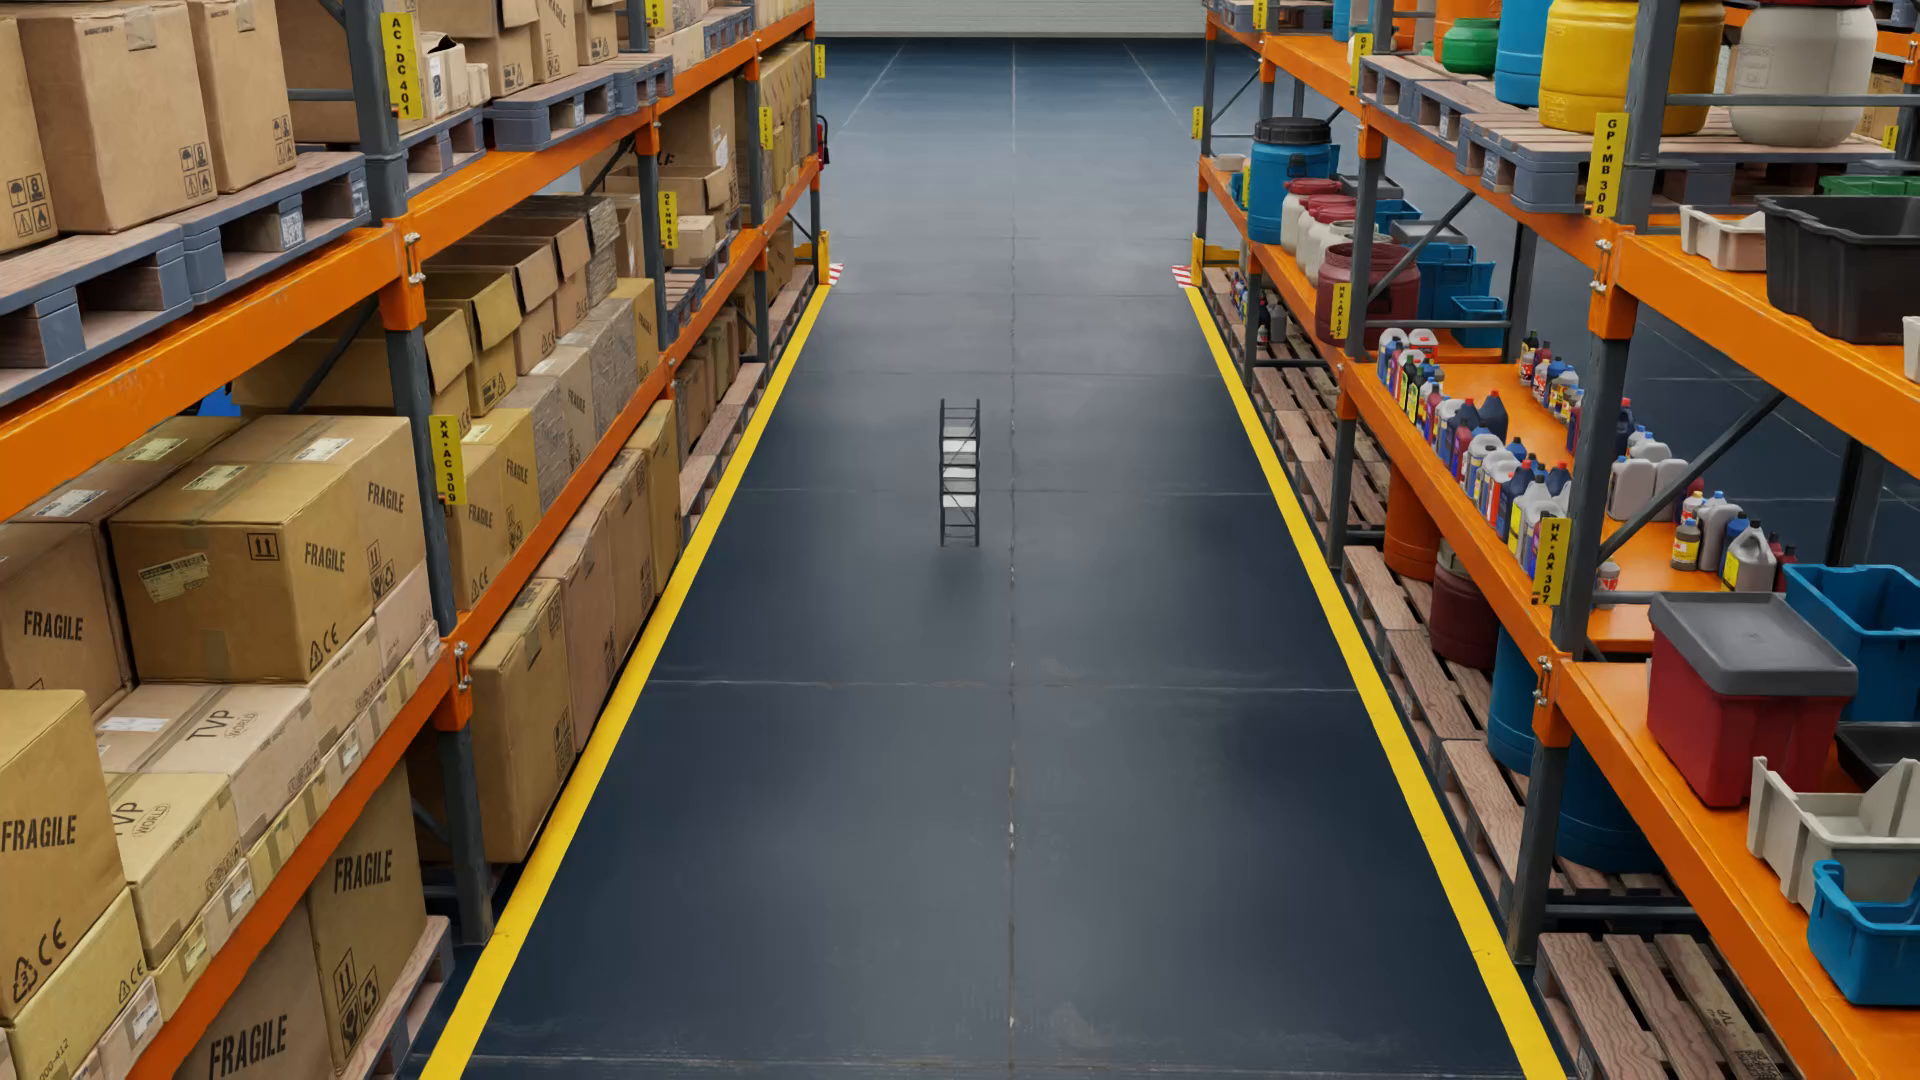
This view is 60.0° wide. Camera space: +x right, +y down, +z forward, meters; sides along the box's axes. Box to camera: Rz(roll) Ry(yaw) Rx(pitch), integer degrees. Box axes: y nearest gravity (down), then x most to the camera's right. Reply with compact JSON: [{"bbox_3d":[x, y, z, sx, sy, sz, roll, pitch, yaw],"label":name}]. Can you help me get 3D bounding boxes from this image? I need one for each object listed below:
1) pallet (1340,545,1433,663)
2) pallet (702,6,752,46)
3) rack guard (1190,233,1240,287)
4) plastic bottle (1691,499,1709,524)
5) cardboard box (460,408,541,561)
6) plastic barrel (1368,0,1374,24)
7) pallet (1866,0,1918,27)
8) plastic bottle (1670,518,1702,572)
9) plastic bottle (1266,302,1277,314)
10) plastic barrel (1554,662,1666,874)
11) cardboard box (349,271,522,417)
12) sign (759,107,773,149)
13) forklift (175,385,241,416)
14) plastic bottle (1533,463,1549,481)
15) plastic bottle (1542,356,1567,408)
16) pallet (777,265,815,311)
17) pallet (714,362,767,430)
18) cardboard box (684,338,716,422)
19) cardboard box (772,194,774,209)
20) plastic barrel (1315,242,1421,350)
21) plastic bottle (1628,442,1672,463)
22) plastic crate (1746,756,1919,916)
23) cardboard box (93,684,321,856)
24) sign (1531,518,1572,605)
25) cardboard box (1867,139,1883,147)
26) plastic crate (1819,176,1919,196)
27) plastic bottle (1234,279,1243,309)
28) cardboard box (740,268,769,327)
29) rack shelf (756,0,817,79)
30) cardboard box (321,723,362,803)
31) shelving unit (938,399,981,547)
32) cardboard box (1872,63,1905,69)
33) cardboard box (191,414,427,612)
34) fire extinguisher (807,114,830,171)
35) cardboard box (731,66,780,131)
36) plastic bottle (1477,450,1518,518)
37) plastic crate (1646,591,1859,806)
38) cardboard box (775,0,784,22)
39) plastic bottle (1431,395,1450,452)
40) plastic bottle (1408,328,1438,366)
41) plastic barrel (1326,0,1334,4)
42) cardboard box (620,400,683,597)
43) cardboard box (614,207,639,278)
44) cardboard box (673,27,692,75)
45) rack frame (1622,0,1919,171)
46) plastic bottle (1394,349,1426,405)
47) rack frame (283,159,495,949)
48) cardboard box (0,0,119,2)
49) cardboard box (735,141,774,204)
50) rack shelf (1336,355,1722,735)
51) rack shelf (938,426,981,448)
[{"bbox_3d":[2.752,0.351,9.333,1.003,0.211,1.213,1,21,2],"label":"pallet"},{"bbox_3d":[-2.220,-3.824,12.351,1.213,0.211,1.003,1,21,2],"label":"pallet"},{"bbox_3d":[3.022,-2.934,17.399,1.175,0.500,0.348,1,21,2],"label":"rack guard"},{"bbox_3d":[3.053,-0.068,6.832,0.097,0.201,0.097,0,21,0],"label":"plastic bottle"},{"bbox_3d":[-2.060,-0.235,6.849,0.500,0.500,0.500,1,21,2],"label":"cardboard box"},{"bbox_3d":[3.018,-3.654,10.959,0.600,0.901,0.708,1,21,2],"label":"plastic barrel"},{"bbox_3d":[7.807,-4.291,13.417,1.003,0.211,1.213,1,21,2],"label":"pallet"},{"bbox_3d":[2.894,0.014,6.620,0.097,0.201,0.097,0,21,0],"label":"plastic bottle"},{"bbox_3d":[2.742,-1.929,14.511,0.152,0.276,0.135,1,21,2],"label":"plastic bottle"},{"bbox_3d":[2.646,0.798,6.647,0.600,0.901,0.708,1,21,2],"label":"plastic barrel"},{"bbox_3d":[-2.294,-0.836,7.012,0.797,0.503,0.637,1,21,2],"label":"cardboard box"},{"bbox_3d":[-1.540,-3.270,13.210,0.100,0.325,0.005,1,21,2],"label":"sign"},{"bbox_3d":[-5.214,-1.519,10.391,3.031,2.935,1.130,2,21,4],"label":"forklift"},{"bbox_3d":[2.453,-0.194,7.061,0.097,0.271,0.097,0,21,0],"label":"plastic bottle"},{"bbox_3d":[3.114,-0.828,8.695,0.097,0.271,0.097,0,21,0],"label":"plastic bottle"},{"bbox_3d":[-2.035,-2.561,16.837,1.003,0.211,1.213,1,21,2],"label":"pallet"},{"bbox_3d":[-2.117,-1.154,13.211,1.003,0.211,1.213,1,21,2],"label":"pallet"},{"bbox_3d":[-2.185,-1.179,12.268,0.700,0.500,0.500,-1,21,-3],"label":"cardboard box"},{"bbox_3d":[-1.787,-2.874,14.136,0.380,0.149,0.250,1,21,2],"label":"cardboard box"},{"bbox_3d":[2.446,-1.469,9.981,0.600,0.536,0.708,1,21,2],"label":"plastic barrel"},{"bbox_3d":[3.043,-0.312,7.359,0.152,0.276,0.135,1,21,2],"label":"plastic bottle"},{"bbox_3d":[2.382,0.789,4.430,0.437,0.282,0.530,1,21,2],"label":"plastic crate"},{"bbox_3d":[-2.118,0.623,4.574,0.500,0.250,0.500,1,21,3],"label":"cardboard box"},{"bbox_3d":[2.063,0.076,5.804,0.100,0.325,0.005,1,21,2],"label":"sign"},{"bbox_3d":[7.611,-3.164,13.502,0.380,0.149,0.250,0,21,0],"label":"cardboard box"},{"bbox_3d":[2.902,-0.931,4.929,0.450,0.188,0.662,1,21,2],"label":"plastic crate"},{"bbox_3d":[2.601,-2.284,15.433,0.097,0.271,0.097,0,21,0],"label":"plastic bottle"},{"bbox_3d":[-2.033,-2.117,14.714,0.500,0.500,0.500,8,22,19],"label":"cardboard box"},{"bbox_3d":[-2.034,-4.522,14.883,1.077,0.370,4.000,1,21,2],"label":"rack shelf"},{"bbox_3d":[-2.043,0.667,5.010,0.380,0.149,0.250,1,21,3],"label":"cardboard box"},{"bbox_3d":[0.000,-0.417,10.359,0.258,0.900,0.210,1,21,2],"label":"shelving unit"},{"bbox_3d":[7.844,-3.801,14.246,0.700,0.500,0.500,1,21,2],"label":"cardboard box"},{"bbox_3d":[-2.085,-0.092,5.379,0.500,0.500,0.500,1,21,3],"label":"cardboard box"},{"bbox_3d":[-1.509,-4.182,17.267,0.296,0.674,0.183,1,21,2],"label":"fire extinguisher"},{"bbox_3d":[-1.813,-3.727,14.057,0.500,0.500,0.500,1,21,2],"label":"cardboard box"},{"bbox_3d":[2.332,-0.240,7.171,0.152,0.276,0.135,1,21,2],"label":"plastic bottle"},{"bbox_3d":[2.335,0.474,4.989,0.402,0.464,0.583,1,21,2],"label":"plastic crate"},{"bbox_3d":[-1.788,-4.595,14.284,0.500,0.250,0.500,0,21,-1],"label":"cardboard box"},{"bbox_3d":[2.332,-0.562,8.010,0.097,0.271,0.097,0,21,0],"label":"plastic bottle"},{"bbox_3d":[2.550,-1.022,9.188,0.152,0.276,0.135,1,21,2],"label":"plastic bottle"},{"bbox_3d":[3.066,-4.481,13.048,0.421,0.512,0.421,0,21,0],"label":"plastic barrel"},{"bbox_3d":[-2.258,-0.245,9.370,1.225,0.875,0.875,0,21,-1],"label":"cardboard box"},{"bbox_3d":[-2.240,-1.727,10.115,0.500,0.500,0.500,-2,21,-5],"label":"cardboard box"},{"bbox_3d":[-1.931,-2.970,10.098,0.500,0.250,0.500,1,21,3],"label":"cardboard box"},{"bbox_3d":[2.613,-2.585,4.751,1.000,3.000,0.127,1,21,2],"label":"rack frame"},{"bbox_3d":[2.384,-0.857,8.761,0.152,0.276,0.135,1,21,2],"label":"plastic bottle"},{"bbox_3d":[-2.338,0.157,5.977,1.000,3.000,0.127,1,21,2],"label":"rack frame"},{"bbox_3d":[-2.373,-1.540,4.311,0.500,0.250,0.500,-1,21,-2],"label":"cardboard box"},{"bbox_3d":[-2.019,-3.083,13.778,0.875,0.500,0.500,1,21,2],"label":"cardboard box"},{"bbox_3d":[2.674,-0.176,7.831,1.077,0.370,4.000,1,21,2],"label":"rack shelf"},{"bbox_3d":[0.000,-0.637,10.273,0.258,0.077,0.200,1,21,2],"label":"rack shelf"}]
